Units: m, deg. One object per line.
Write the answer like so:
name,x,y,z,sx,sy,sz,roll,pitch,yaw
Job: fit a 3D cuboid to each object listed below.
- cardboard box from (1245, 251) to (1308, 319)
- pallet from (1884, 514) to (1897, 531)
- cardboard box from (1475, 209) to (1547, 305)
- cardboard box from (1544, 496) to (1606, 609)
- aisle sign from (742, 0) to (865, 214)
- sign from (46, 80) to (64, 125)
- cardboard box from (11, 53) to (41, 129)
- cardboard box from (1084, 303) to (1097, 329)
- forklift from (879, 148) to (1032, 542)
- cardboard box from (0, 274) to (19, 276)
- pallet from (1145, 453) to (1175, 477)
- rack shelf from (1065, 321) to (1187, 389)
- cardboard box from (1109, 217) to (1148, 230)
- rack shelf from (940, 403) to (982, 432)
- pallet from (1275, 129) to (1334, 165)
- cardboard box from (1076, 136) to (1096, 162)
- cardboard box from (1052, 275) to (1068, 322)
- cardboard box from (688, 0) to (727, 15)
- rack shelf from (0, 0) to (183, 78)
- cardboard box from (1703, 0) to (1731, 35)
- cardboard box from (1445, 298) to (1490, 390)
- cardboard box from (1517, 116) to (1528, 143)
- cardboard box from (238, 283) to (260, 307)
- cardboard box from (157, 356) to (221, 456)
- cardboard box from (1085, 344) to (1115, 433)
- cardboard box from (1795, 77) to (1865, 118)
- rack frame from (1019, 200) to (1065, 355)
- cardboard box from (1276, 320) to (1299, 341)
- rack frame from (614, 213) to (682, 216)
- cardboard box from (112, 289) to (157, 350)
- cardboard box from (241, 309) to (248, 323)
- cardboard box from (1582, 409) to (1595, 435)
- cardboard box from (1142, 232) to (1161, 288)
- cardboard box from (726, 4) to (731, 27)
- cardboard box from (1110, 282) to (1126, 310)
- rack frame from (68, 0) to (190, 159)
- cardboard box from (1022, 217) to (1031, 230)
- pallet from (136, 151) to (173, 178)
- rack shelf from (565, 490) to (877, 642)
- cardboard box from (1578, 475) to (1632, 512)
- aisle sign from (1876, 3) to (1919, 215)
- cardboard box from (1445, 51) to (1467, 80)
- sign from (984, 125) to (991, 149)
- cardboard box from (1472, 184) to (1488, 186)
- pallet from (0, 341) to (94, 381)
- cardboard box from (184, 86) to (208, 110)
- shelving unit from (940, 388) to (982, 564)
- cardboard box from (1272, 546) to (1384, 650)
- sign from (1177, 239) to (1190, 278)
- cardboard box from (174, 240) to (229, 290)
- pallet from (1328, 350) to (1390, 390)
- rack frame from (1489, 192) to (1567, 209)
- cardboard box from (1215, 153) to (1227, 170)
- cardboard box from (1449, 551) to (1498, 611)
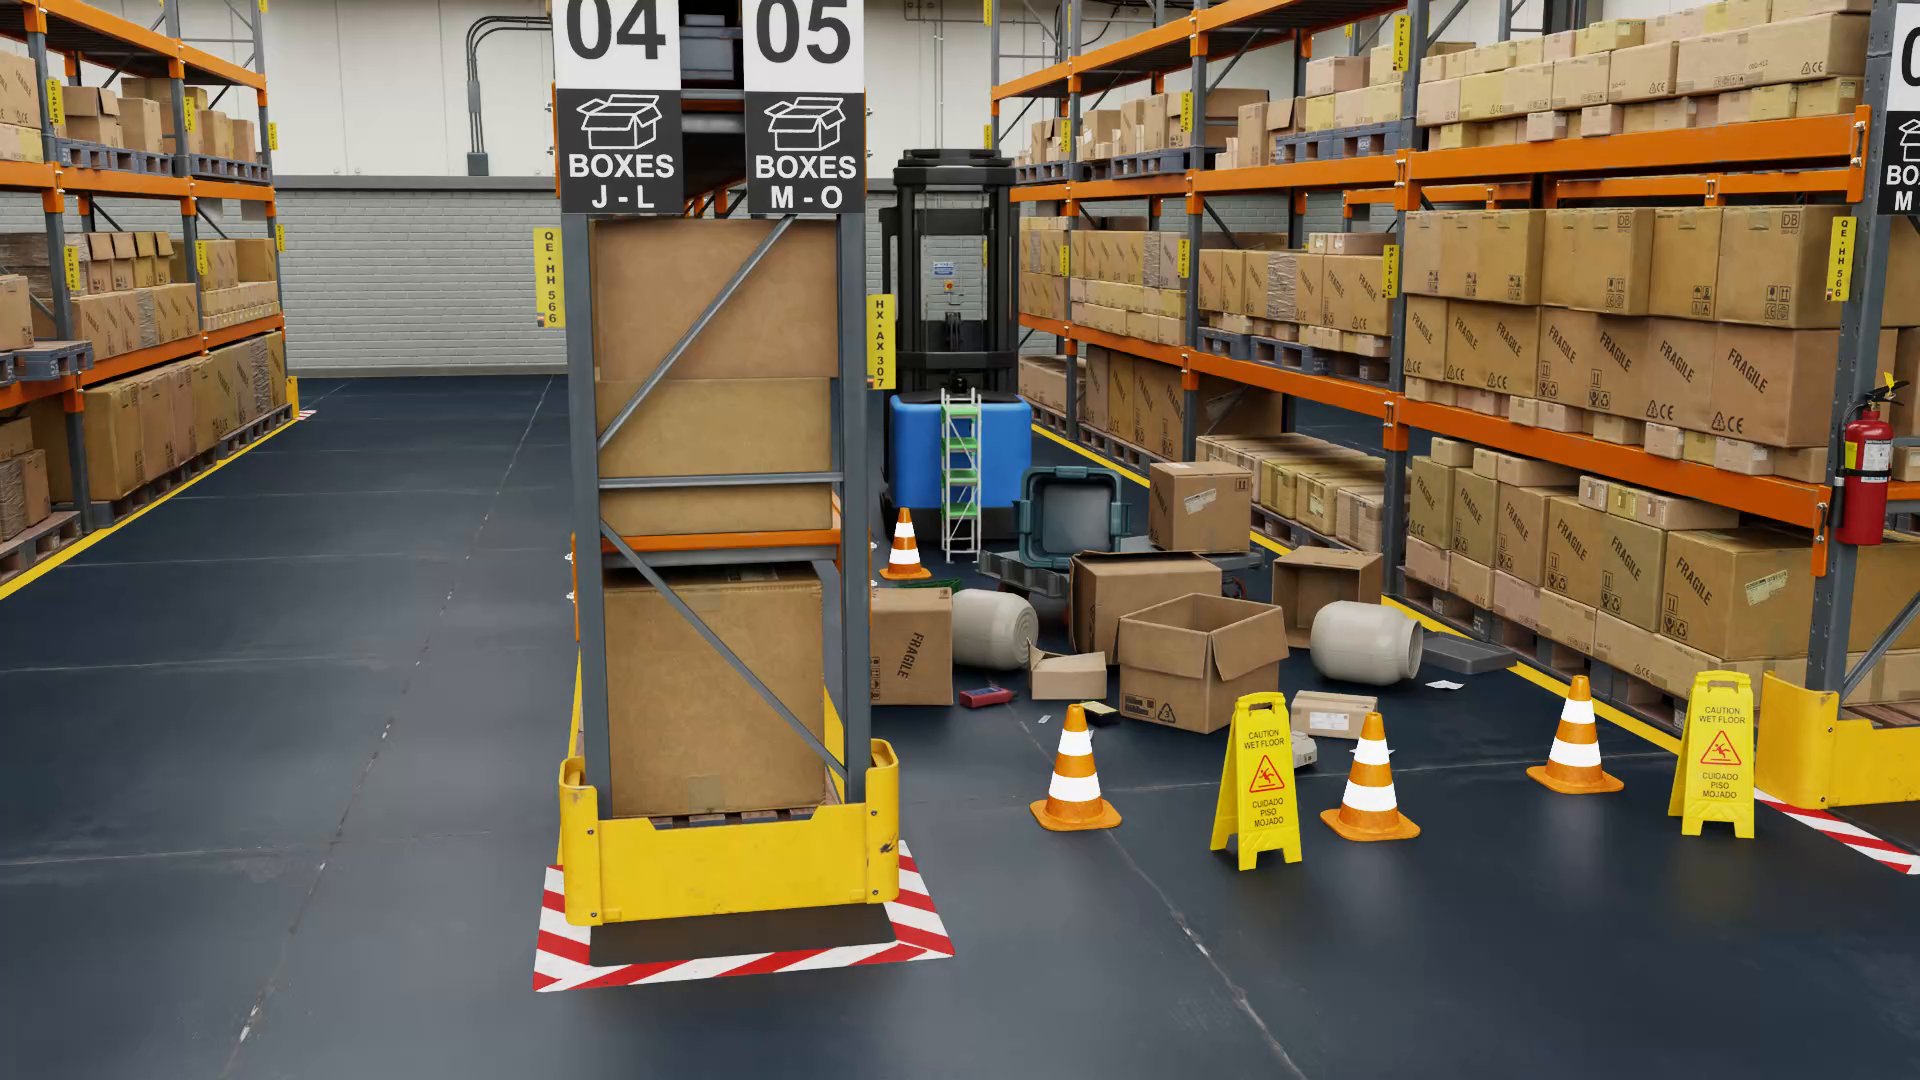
cardboard box,2.539,-1.984,12.914,0.500,0.500,0.500,-2,11,-10
pallet,7.684,-0.302,13.718,1.003,0.211,1.213,-2,11,-11
cardboard box,3.260,-1.543,9.043,0.700,0.500,0.500,-2,11,-12
cardboard box,3.409,0.051,8.630,0.500,0.500,0.500,-2,11,-12
aisle sign,-0.511,-1.475,5.473,0.394,0.787,0.004,-2,11,-11
sign,-6.727,-3.253,12.359,0.100,0.325,0.005,-2,11,-11
cardboard box,-6.922,-3.196,11.837,0.500,0.500,0.500,-2,11,-10
cardboard box,1.611,-2.341,17.375,0.500,0.250,0.500,-2,11,-12
forklift,-0.095,-1.652,13.539,1.130,2.935,3.031,-1,11,-5
cardboard box,-7.116,-1.664,12.024,0.500,0.500,0.500,-4,11,-18
pallet,2.381,-0.644,15.514,1.003,0.211,1.213,-2,11,-11
rack shelf,2.072,-1.880,16.474,1.077,0.370,4.000,-2,11,-11
cardboard box,1.876,-3.526,18.524,0.380,0.149,0.250,-2,11,-12
rack shelf,0.006,-0.878,11.876,0.258,0.148,0.480,-1,11,-5
pallet,3.018,-2.821,11.976,1.213,0.211,1.003,-2,11,-11
cardboard box,1.437,-4.109,17.477,0.396,0.266,0.258,-2,11,-12
cardboard box,1.342,-2.725,18.722,0.500,0.500,0.500,-2,11,-10
cardboard box,-0.860,-2.285,6.873,0.500,0.250,0.500,-2,11,-11
rack shelf,-7.649,-4.270,14.057,1.077,0.370,4.000,-2,11,-11
cardboard box,3.582,-2.335,7.461,0.380,0.149,0.250,-2,11,-11
cardboard box,3.171,-1.146,9.631,0.500,0.500,0.500,-2,11,-11
cardboard box,3.262,-2.228,9.031,0.380,0.149,0.250,-2,11,-13
cardboard box,-8.264,-2.780,18.885,0.500,0.250,0.500,-3,11,-13
cardboard box,-7.894,-1.285,15.987,1.225,0.875,0.875,-2,11,-11
cardboard box,1.882,-1.652,17.911,0.875,0.875,0.875,-2,11,-9
cardboard box,3.673,-1.804,6.804,0.380,0.149,0.250,-2,11,-11
rack frame,0.905,-3.333,22.188,1.000,3.000,0.127,-2,11,-11
cardboard box,2.608,-1.585,12.548,0.380,0.149,0.250,-2,11,-9
rack frame,-3.931,-3.135,21.145,1.000,3.000,0.127,-2,11,-11
cardboard box,-7.389,-1.934,14.568,0.500,0.500,0.500,-2,11,-11
cardboard box,-8.074,-2.468,18.314,0.380,0.149,0.250,-2,11,-13
cardboard box,3.456,-0.617,8.590,0.380,0.149,0.250,-2,11,-11
cardboard box,1.996,-2.586,15.317,0.500,0.500,0.500,-2,11,-10
cardboard box,-0.720,-2.020,6.544,0.380,0.149,0.250,-2,11,-11
cardboard box,1.793,-2.400,16.348,0.500,0.250,0.500,-2,11,-13
rack frame,-8.038,-5.187,15.879,1.000,3.000,0.127,-2,11,-11
cardboard box,0.962,-3.831,20.127,0.380,0.149,0.250,-2,11,-12
pallet,-7.811,-3.453,15.303,0.805,0.209,1.217,-3,11,-13
rack shelf,-1.208,-0.214,7.722,1.077,0.370,4.000,-2,11,-11
cardboard box,3.372,-0.238,8.417,0.380,0.149,0.250,-2,11,-9
aisle sign,3.744,-1.654,6.412,0.394,0.787,0.004,-2,11,-11
cardboard box,3.059,-2.758,9.682,0.380,0.149,0.250,-2,11,-9
sign,0.359,-5.256,21.718,0.100,0.325,0.005,-2,11,-11
cardboard box,6.191,-4.186,19.318,0.380,0.149,0.250,-2,11,-11
pallet,-7.017,-1.285,11.937,1.213,0.211,1.003,-2,11,-11
cardboard box,-8.433,-4.749,17.938,0.500,0.250,0.500,-2,11,-13
shelving unit,0.006,-0.469,11.954,0.258,1.200,0.503,-1,11,-5
cardboard box,2.112,0.340,9.566,0.500,0.500,0.500,6,12,28
sign,1.917,-2.414,14.262,0.100,0.325,0.005,-2,11,-11
cardboard box,-7.969,-2.868,17.343,0.500,0.500,0.500,-2,11,-11
pallet,3.233,-1.184,11.407,1.003,0.211,1.213,-2,11,-11
rack frame,6.551,-2.781,19.285,1.000,3.000,0.127,-2,11,-11
cardboard box,2.355,-3.152,13.886,0.380,0.149,0.250,-2,11,-11
cardboard box,3.203,0.227,9.710,0.500,0.250,0.500,-1,11,-8
